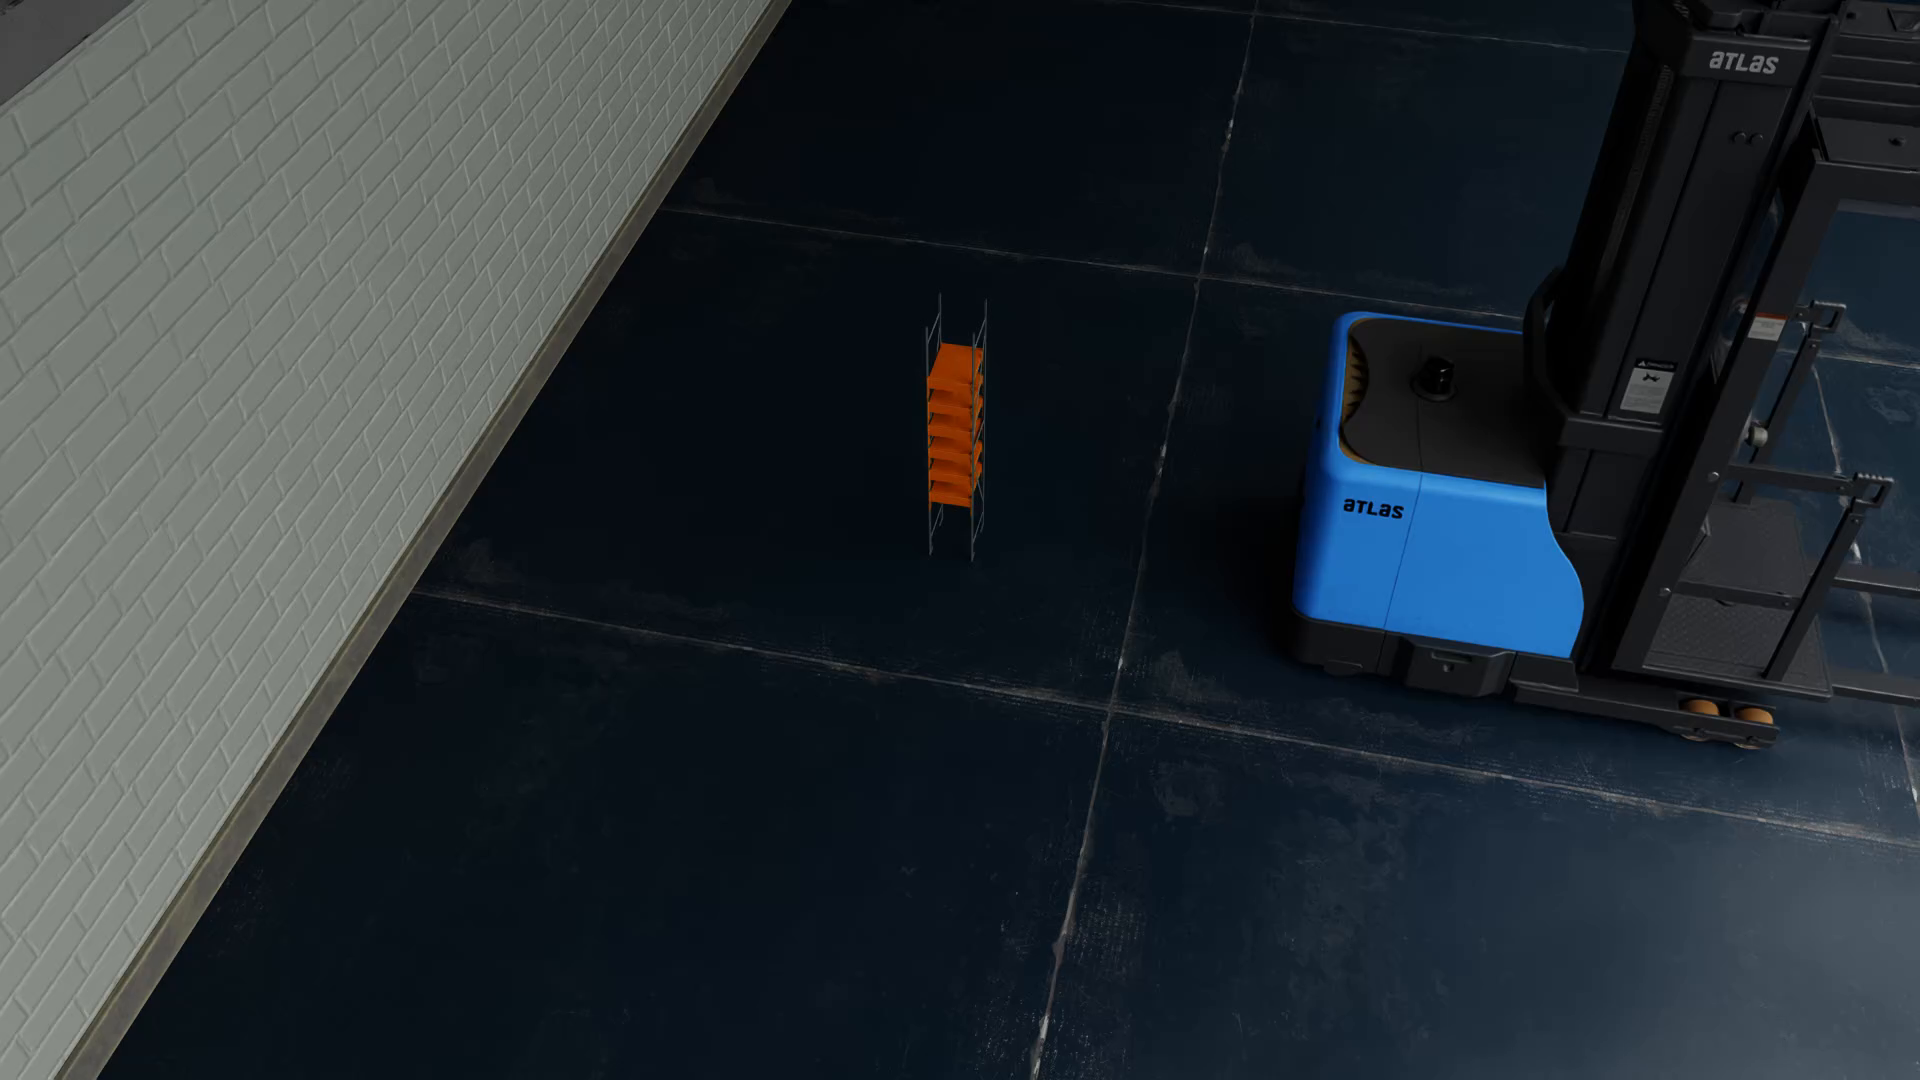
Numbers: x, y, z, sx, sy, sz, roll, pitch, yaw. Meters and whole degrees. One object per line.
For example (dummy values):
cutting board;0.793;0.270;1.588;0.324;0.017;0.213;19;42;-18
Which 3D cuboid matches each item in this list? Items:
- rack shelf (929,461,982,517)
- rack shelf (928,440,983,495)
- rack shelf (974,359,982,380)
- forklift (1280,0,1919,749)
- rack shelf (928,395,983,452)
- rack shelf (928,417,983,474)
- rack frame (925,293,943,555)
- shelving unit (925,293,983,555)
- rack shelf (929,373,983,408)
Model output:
rack shelf;-0.014;-0.230;6.993;0.180;0.103;0.258;9;45;9
rack shelf;-0.014;-0.316;6.910;0.180;0.103;0.258;9;45;9
rack shelf;-0.014;-0.676;6.564;0.166;0.020;0.199;9;45;9
forklift;2.858;-0.612;5.829;3.031;2.797;1.129;9;45;9
rack shelf;-0.014;-0.489;6.744;0.180;0.103;0.258;9;45;9
rack shelf;-0.014;-0.402;6.827;0.180;0.103;0.258;9;45;9
rack frame;-0.103;-0.448;6.811;0.006;1.200;0.240;9;45;9
shelving unit;-0.016;-0.435;6.797;0.184;1.200;0.258;9;45;9
rack shelf;-0.014;-0.595;6.642;0.171;0.034;0.221;9;45;9
